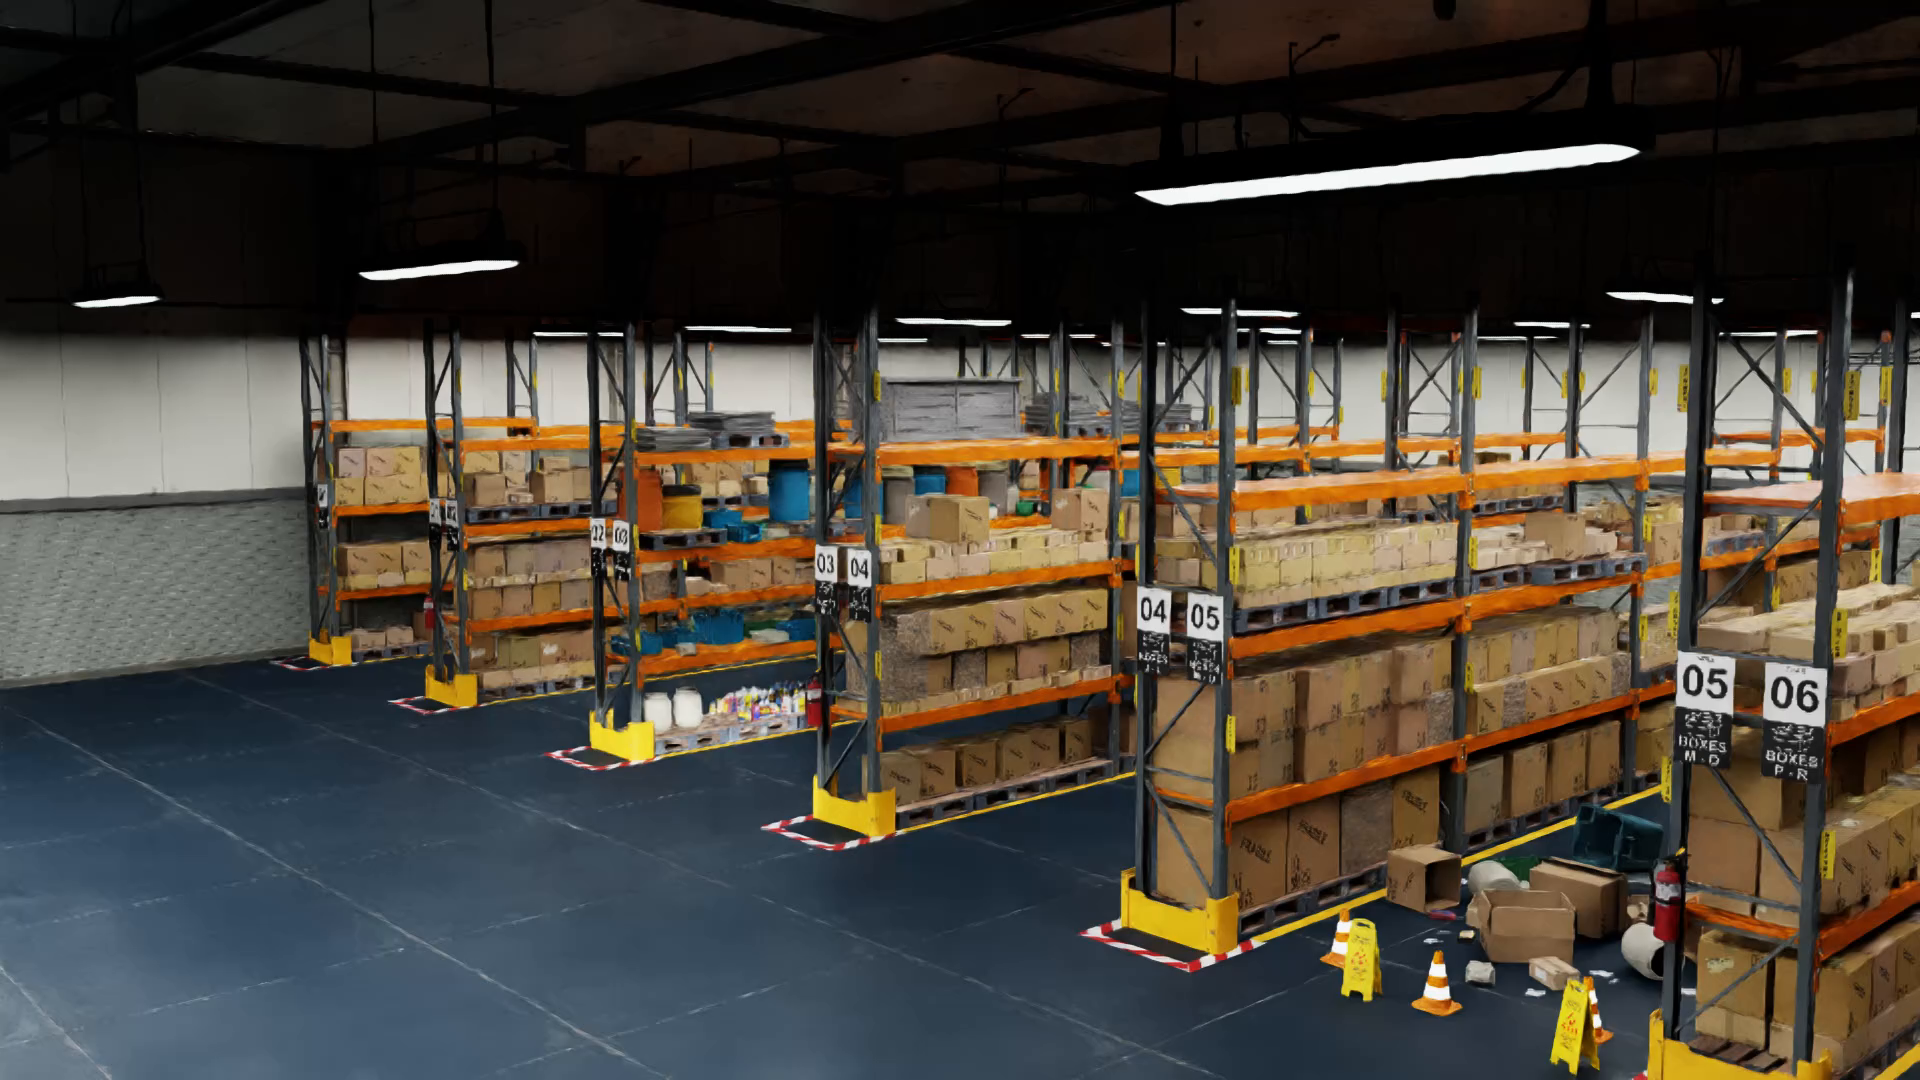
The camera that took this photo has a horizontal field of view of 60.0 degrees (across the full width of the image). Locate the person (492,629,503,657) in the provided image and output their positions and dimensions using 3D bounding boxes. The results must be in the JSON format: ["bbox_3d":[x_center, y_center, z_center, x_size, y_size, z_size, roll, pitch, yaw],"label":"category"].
[{"bbox_3d":[-8.457,1.335,30.301,0.566,1.533,0.753,3,6,24],"label":"person"}]

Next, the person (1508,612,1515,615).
[{"bbox_3d":[7.977,1.879,24.004,1.193,1.698,0.598,-5,8,-41],"label":"person"}]
